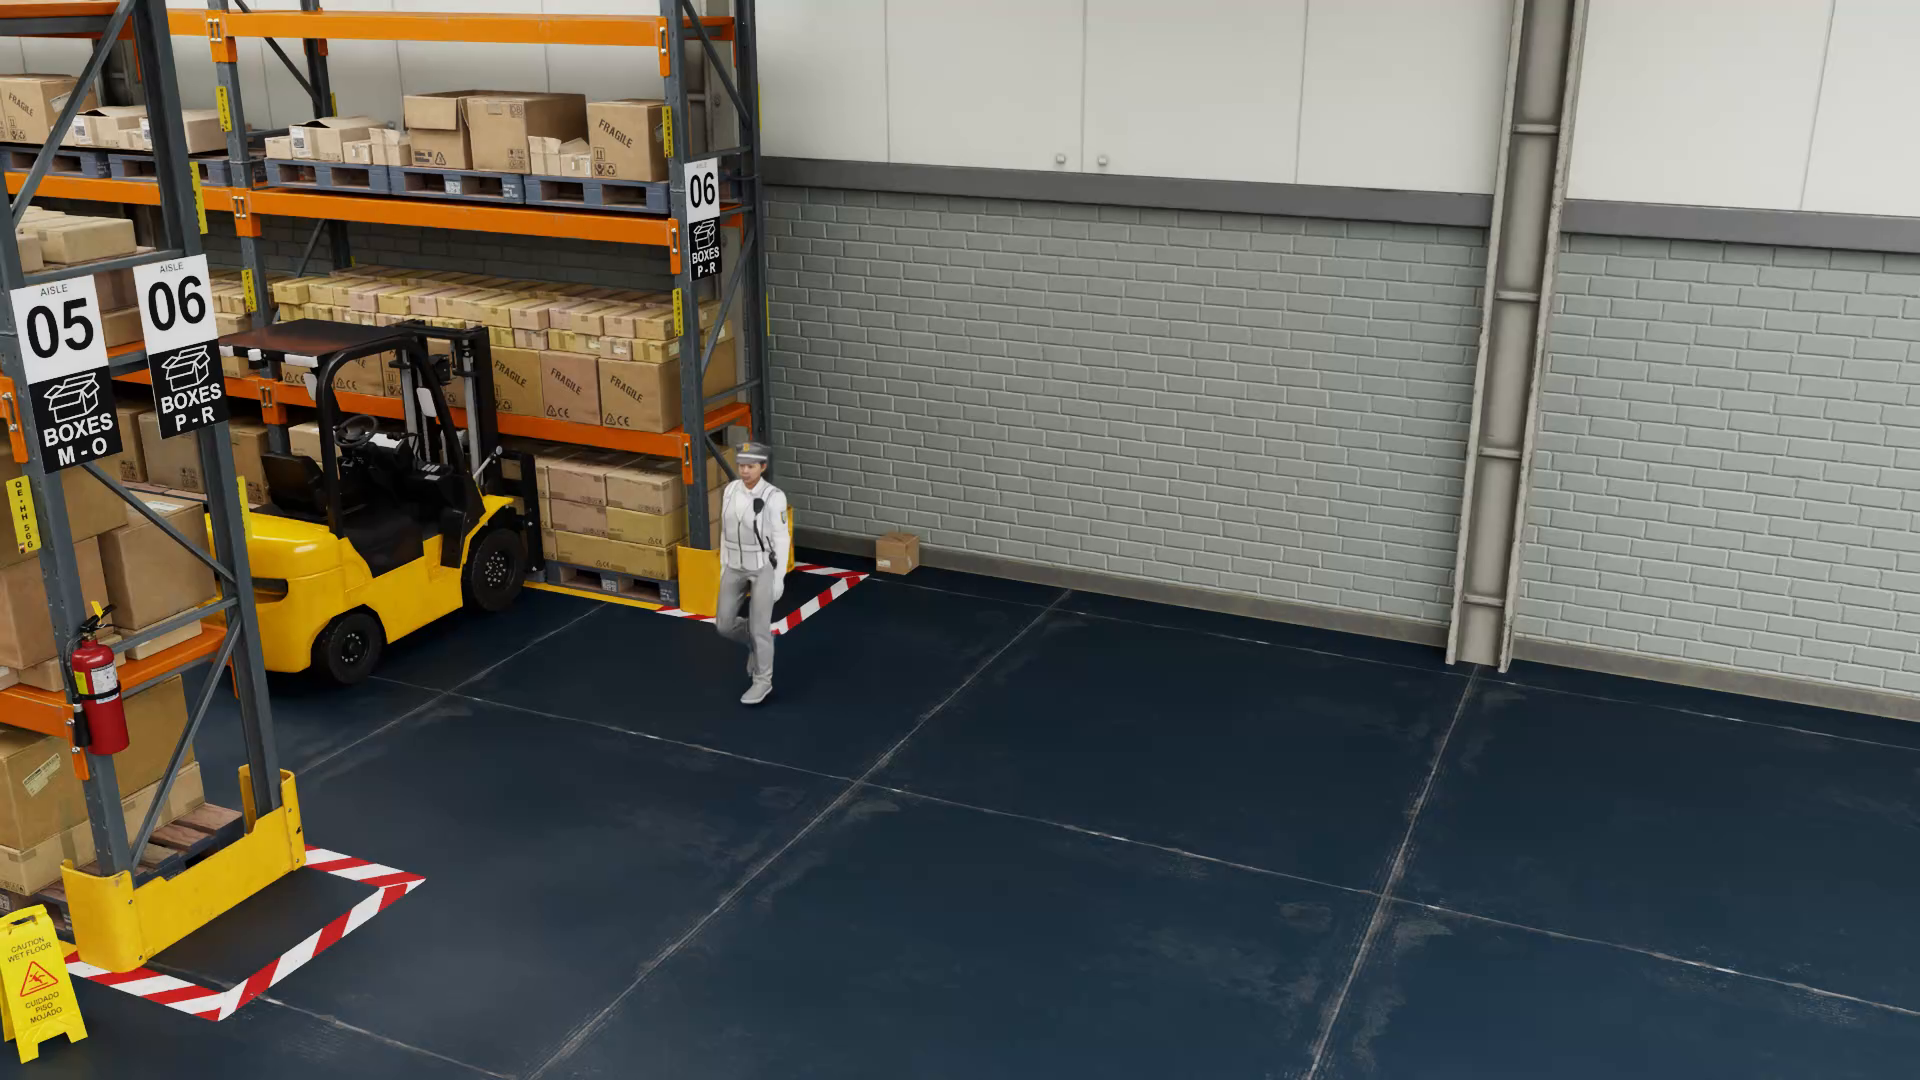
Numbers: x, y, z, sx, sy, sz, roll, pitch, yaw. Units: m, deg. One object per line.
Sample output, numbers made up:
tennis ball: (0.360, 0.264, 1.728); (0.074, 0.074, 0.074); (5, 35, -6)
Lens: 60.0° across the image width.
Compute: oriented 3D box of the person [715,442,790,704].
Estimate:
person: (-1.284, 0.174, 10.436); (0.498, 1.682, 0.482); (9, 21, 24)
